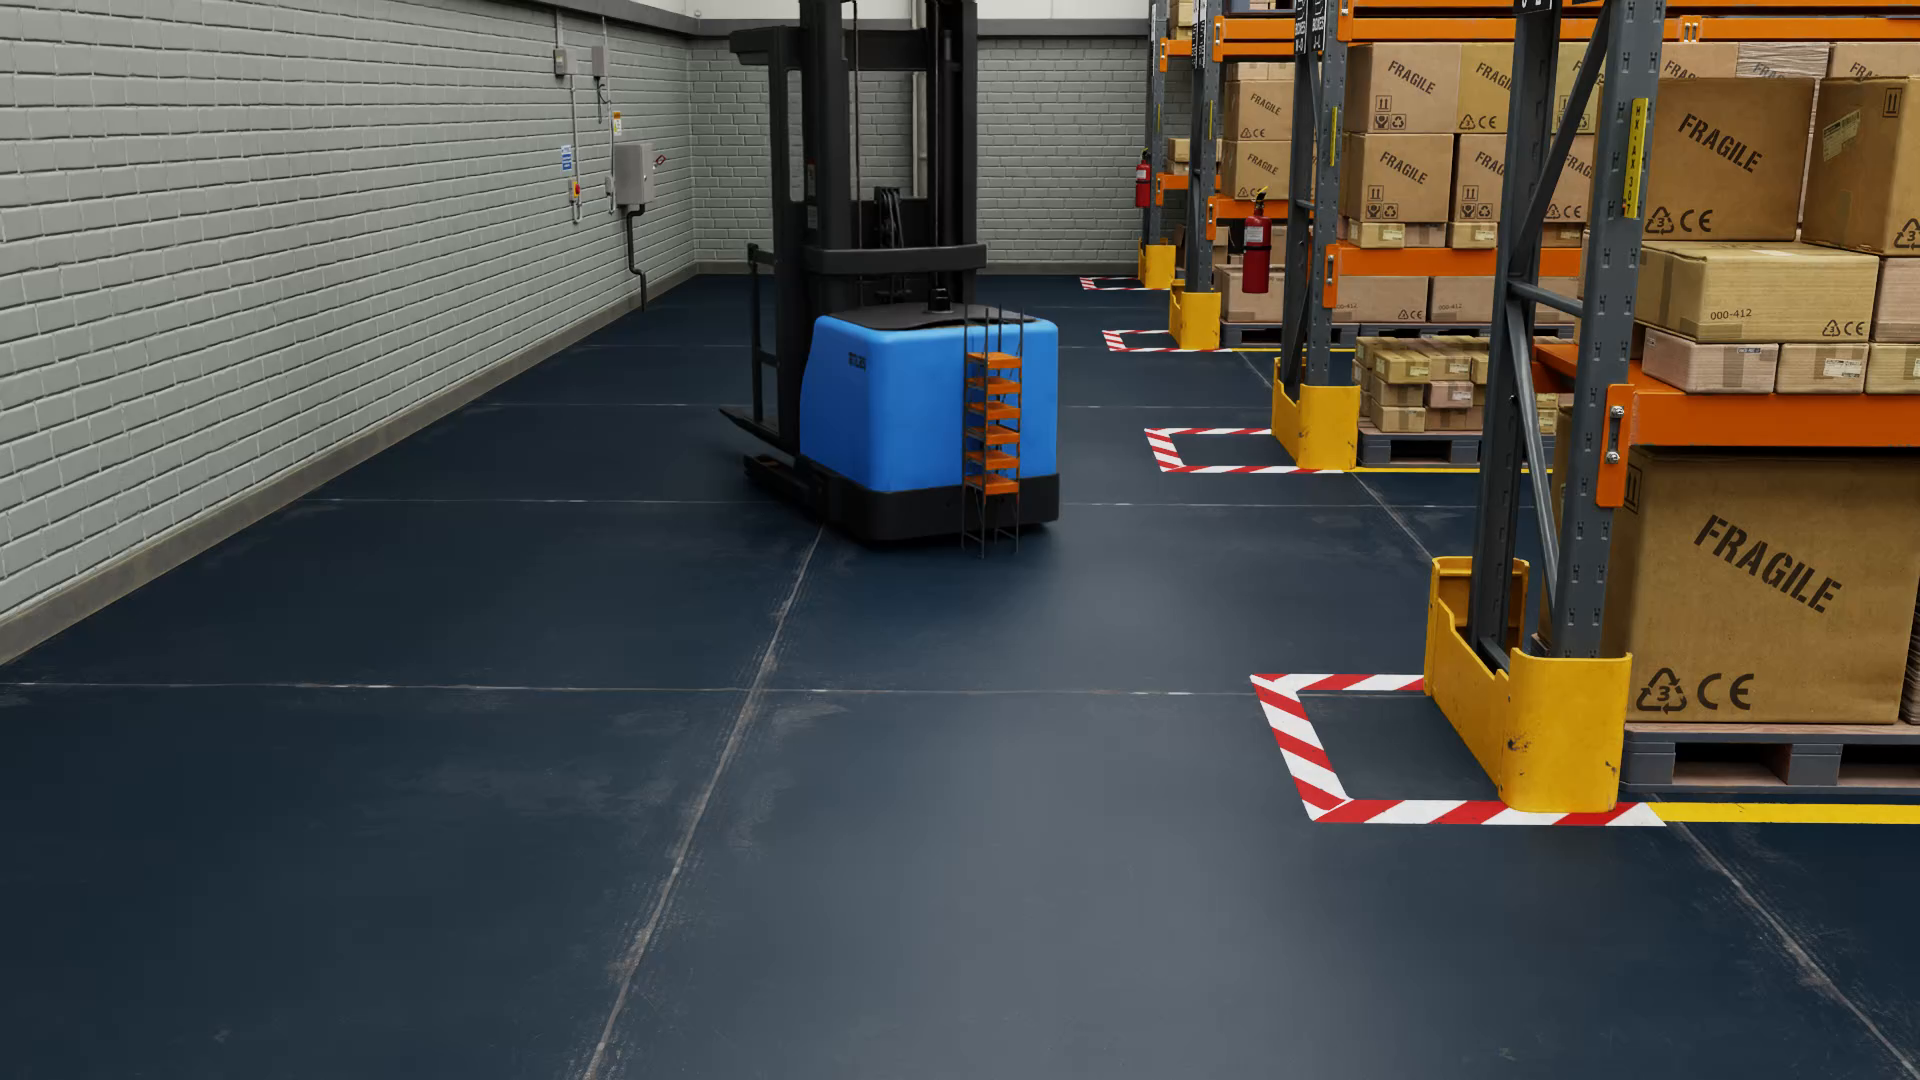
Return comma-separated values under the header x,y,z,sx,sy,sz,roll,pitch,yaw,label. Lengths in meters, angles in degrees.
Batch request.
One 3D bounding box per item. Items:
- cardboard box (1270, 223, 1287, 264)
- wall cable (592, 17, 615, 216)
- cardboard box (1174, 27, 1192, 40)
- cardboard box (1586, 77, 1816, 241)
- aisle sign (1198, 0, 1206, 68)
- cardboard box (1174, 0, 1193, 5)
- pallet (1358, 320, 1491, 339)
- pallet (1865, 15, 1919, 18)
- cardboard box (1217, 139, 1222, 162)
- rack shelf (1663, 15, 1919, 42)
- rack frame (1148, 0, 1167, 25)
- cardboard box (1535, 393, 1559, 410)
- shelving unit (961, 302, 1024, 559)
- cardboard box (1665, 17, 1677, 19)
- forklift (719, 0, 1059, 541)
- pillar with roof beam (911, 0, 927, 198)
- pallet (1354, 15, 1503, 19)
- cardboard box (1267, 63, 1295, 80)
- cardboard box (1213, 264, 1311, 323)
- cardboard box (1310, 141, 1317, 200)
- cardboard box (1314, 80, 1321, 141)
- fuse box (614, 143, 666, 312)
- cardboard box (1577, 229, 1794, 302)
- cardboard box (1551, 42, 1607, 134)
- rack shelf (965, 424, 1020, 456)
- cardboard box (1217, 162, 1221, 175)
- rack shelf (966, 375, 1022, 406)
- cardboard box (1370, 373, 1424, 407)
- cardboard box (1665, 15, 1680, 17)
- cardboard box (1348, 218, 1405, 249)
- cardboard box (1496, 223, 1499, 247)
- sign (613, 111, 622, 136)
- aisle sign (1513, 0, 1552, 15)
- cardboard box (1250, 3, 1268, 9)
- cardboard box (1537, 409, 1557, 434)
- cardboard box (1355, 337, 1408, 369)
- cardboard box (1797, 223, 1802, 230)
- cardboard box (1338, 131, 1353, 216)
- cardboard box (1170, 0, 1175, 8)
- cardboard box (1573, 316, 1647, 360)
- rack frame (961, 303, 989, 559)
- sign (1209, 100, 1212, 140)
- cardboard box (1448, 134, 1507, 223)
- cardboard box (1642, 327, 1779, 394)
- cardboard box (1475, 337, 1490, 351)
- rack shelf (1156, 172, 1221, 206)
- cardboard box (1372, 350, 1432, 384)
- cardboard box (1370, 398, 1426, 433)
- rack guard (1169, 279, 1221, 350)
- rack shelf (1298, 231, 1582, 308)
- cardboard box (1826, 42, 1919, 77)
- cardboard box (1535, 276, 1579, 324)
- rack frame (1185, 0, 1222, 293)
x,y,z,sx,sy,sz,roll,pitch,yaw,label
3.752,-3.499,19.799,0.500,0.500,0.700,1,15,4,cardboard box
-3.447,-4.166,16.259,0.122,1.984,0.588,0,15,1,wall cable
2.602,-5.816,19.116,0.250,0.149,0.380,1,15,3,cardboard box
2.407,-1.253,5.449,0.500,0.500,0.500,1,15,2,cardboard box
2.087,-4.466,14.291,0.004,0.787,0.394,0,15,1,aisle sign
2.726,-6.245,18.980,0.500,0.250,0.500,0,15,1,cardboard box
4.184,-1.940,15.280,1.213,0.211,1.003,0,15,1,pallet
8.400,-4.586,14.334,1.213,0.211,1.003,1,15,4,pallet
3.240,-4.545,19.396,0.500,0.250,0.500,1,15,2,cardboard box
8.164,-4.346,14.462,4.000,0.370,1.077,0,15,1,rack shelf
2.289,-7.449,18.934,0.127,3.000,1.000,0,15,1,rack frame
3.431,-0.894,10.032,0.250,0.149,0.380,1,15,3,cardboard box
0.151,-0.525,7.970,0.189,1.200,0.258,-6,16,-25,shelving unit
8.139,-6.122,19.256,0.250,0.149,0.380,0,15,2,cardboard box
-0.590,-1.740,9.191,1.130,2.935,3.031,-7,16,-25,forklift
-0.493,-6.598,15.710,0.400,9.000,9.100,0,15,1,pillar with roof beam
4.131,-4.680,14.494,1.213,0.211,1.003,0,15,1,pallet
2.778,-4.071,14.464,0.250,0.149,0.380,1,15,3,cardboard box
2.828,-2.268,15.255,0.875,0.438,0.875,0,15,0,cardboard box
3.145,-3.258,14.613,0.500,0.500,0.500,0,15,1,cardboard box
3.155,-3.737,14.467,0.500,0.500,0.500,0,15,0,cardboard box
-3.272,-3.225,17.209,0.414,1.711,0.539,0,15,1,fuse box
2.404,-0.891,5.548,0.500,0.250,0.500,0,15,1,cardboard box
3.607,-2.614,9.627,0.500,0.500,0.500,0,15,0,cardboard box
0.150,-0.482,7.981,0.180,0.103,0.258,-6,16,-25,rack shelf
3.130,-4.372,19.523,0.250,0.149,0.380,0,15,1,cardboard box
0.154,-0.714,7.922,0.180,0.103,0.258,-6,16,-25,rack shelf
2.658,-0.919,10.125,0.250,0.149,0.380,1,15,4,cardboard box
8.113,-5.996,18.778,0.250,0.149,0.380,1,15,3,cardboard box
2.456,-1.812,9.821,0.250,0.149,0.380,0,15,1,cardboard box
3.242,-1.839,9.922,0.250,0.149,0.380,1,15,4,cardboard box
-3.480,-4.234,16.891,0.001,0.242,0.339,0,15,1,sign
1.849,-2.089,5.282,0.004,0.787,0.394,0,15,1,aisle sign
3.234,-5.999,19.030,0.500,0.250,0.500,1,15,2,cardboard box
3.421,-0.749,10.062,0.250,0.149,0.380,1,15,2,cardboard box
2.676,-1.193,10.580,0.250,0.149,0.380,1,15,2,cardboard box
4.792,-1.807,9.801,0.250,0.149,0.380,0,15,-1,cardboard box
2.596,-2.274,10.301,0.500,0.500,0.500,1,15,3,cardboard box
2.740,-6.380,19.492,0.500,0.250,0.500,0,15,0,cardboard box
2.277,-0.715,5.663,0.250,0.149,0.380,1,15,2,cardboard box
0.068,-0.516,7.931,0.006,1.200,0.240,-6,16,-25,rack frame
2.146,-3.598,14.244,0.005,0.325,0.100,0,15,1,sign
3.118,-2.141,9.796,0.500,0.500,0.500,0,15,2,cardboard box
2.259,-0.547,5.026,0.250,0.149,0.380,1,15,2,cardboard box
3.445,-1.189,10.567,0.250,0.149,0.380,0,15,-1,cardboard box
4.288,-4.187,19.741,4.000,0.370,1.077,0,15,1,rack shelf
2.656,-1.041,10.007,0.250,0.149,0.380,0,15,-1,cardboard box
2.656,-0.759,10.101,0.250,0.149,0.380,1,15,3,cardboard box
2.142,-2.074,15.220,0.348,0.500,1.175,0,15,1,rack guard
4.140,-1.658,10.156,4.000,0.370,1.077,0,15,1,rack shelf
5.145,-2.605,9.595,0.500,0.500,0.500,0,15,0,cardboard box
5.540,-2.252,15.195,0.875,0.438,0.875,0,15,1,cardboard box
2.166,-3.282,14.901,0.127,3.000,1.000,0,15,1,rack frame
